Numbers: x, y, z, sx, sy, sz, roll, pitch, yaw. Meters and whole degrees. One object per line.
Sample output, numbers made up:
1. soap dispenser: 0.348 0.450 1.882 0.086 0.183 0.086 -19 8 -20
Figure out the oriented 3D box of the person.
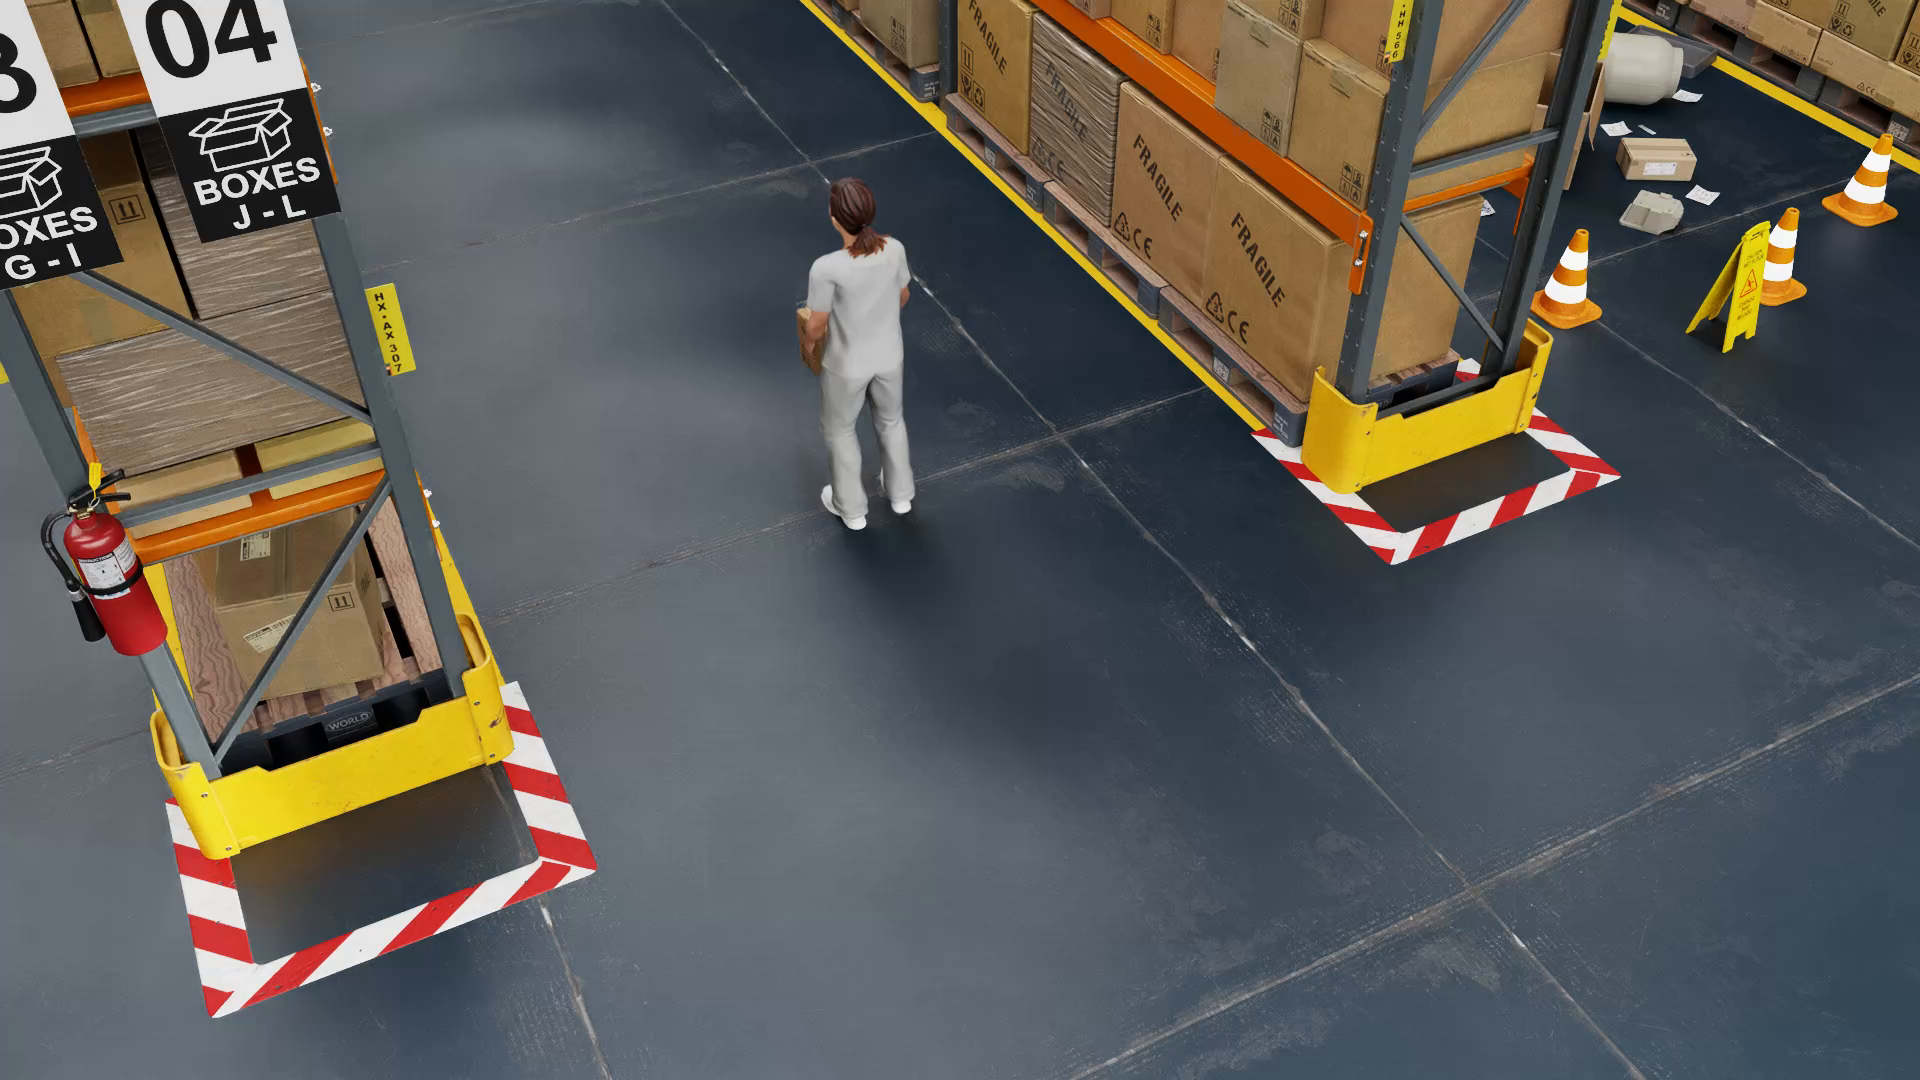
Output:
1. person: -0.432 -0.782 7.043 0.466 1.676 0.412 -20 45 -21
